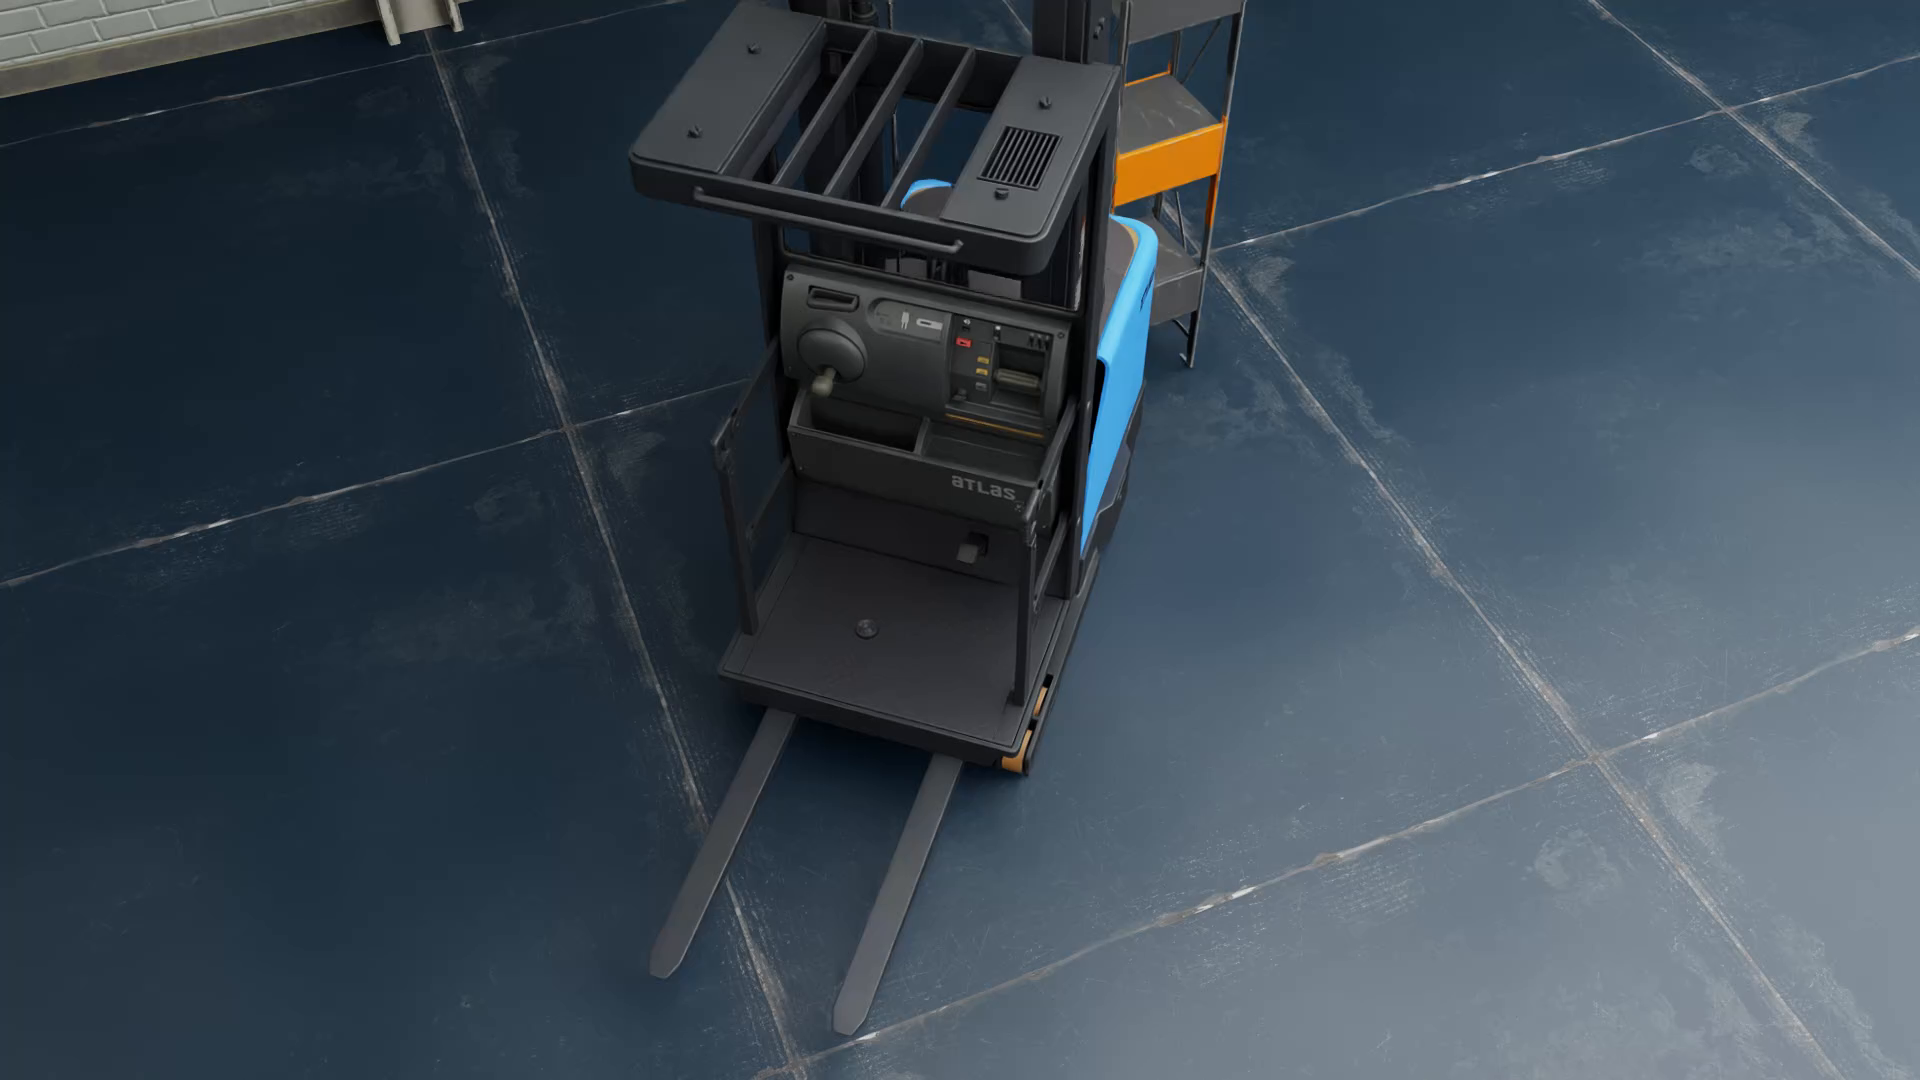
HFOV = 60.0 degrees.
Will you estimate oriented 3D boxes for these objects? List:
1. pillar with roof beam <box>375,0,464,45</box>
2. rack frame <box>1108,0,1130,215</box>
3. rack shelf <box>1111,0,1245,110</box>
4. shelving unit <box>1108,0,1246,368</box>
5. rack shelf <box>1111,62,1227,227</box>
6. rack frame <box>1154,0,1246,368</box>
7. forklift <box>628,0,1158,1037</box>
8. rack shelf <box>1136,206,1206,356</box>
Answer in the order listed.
[{"bbox_3d":[-1.281,-2.704,2.981,0.400,9.000,9.100,-17,52,-14],"label":"pillar with roof beam"},{"bbox_3d":[0.481,-1.400,6.409,0.015,2.100,0.400,-21,53,-17],"label":"rack frame"},{"bbox_3d":[0.699,-1.931,5.961,0.480,0.518,0.431,-21,53,-17],"label":"rack shelf"},{"bbox_3d":[0.699,-1.484,6.481,0.503,2.100,0.431,-21,53,-17],"label":"shelving unit"},{"bbox_3d":[0.699,-1.475,6.492,0.480,0.518,0.431,-21,53,-17],"label":"rack shelf"},{"bbox_3d":[0.916,-1.568,6.553,0.015,2.100,0.400,-21,53,-17],"label":"rack frame"},{"bbox_3d":[-0.183,-0.483,5.074,1.130,2.935,3.031,14,51,11],"label":"forklift"},{"bbox_3d":[0.699,-1.019,7.023,0.480,0.518,0.431,-21,53,-17],"label":"rack shelf"}]
